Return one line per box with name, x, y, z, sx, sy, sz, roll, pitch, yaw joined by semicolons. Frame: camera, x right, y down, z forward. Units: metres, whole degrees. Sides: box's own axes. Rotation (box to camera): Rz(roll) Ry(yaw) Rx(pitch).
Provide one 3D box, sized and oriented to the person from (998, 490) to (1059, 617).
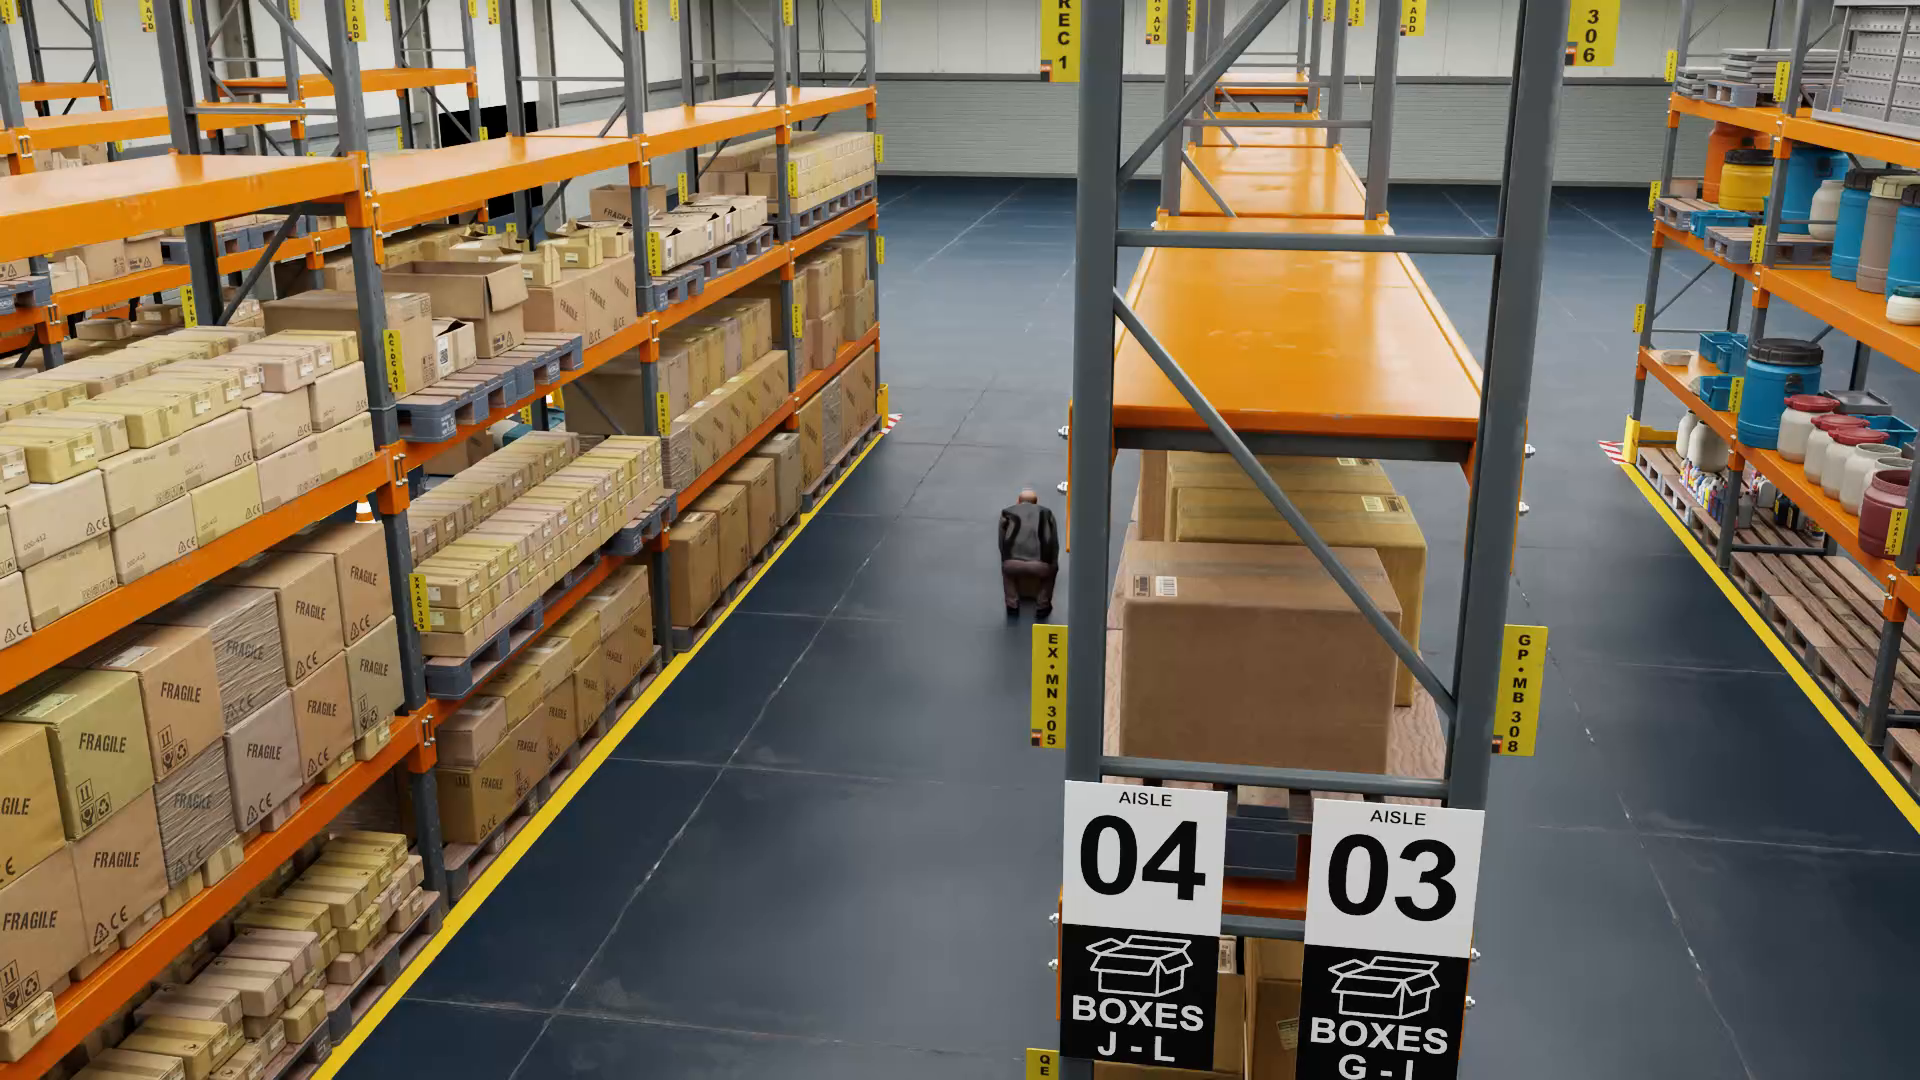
person;0.580;0.124;14.444;0.547;0.963;0.865;3;18;9
